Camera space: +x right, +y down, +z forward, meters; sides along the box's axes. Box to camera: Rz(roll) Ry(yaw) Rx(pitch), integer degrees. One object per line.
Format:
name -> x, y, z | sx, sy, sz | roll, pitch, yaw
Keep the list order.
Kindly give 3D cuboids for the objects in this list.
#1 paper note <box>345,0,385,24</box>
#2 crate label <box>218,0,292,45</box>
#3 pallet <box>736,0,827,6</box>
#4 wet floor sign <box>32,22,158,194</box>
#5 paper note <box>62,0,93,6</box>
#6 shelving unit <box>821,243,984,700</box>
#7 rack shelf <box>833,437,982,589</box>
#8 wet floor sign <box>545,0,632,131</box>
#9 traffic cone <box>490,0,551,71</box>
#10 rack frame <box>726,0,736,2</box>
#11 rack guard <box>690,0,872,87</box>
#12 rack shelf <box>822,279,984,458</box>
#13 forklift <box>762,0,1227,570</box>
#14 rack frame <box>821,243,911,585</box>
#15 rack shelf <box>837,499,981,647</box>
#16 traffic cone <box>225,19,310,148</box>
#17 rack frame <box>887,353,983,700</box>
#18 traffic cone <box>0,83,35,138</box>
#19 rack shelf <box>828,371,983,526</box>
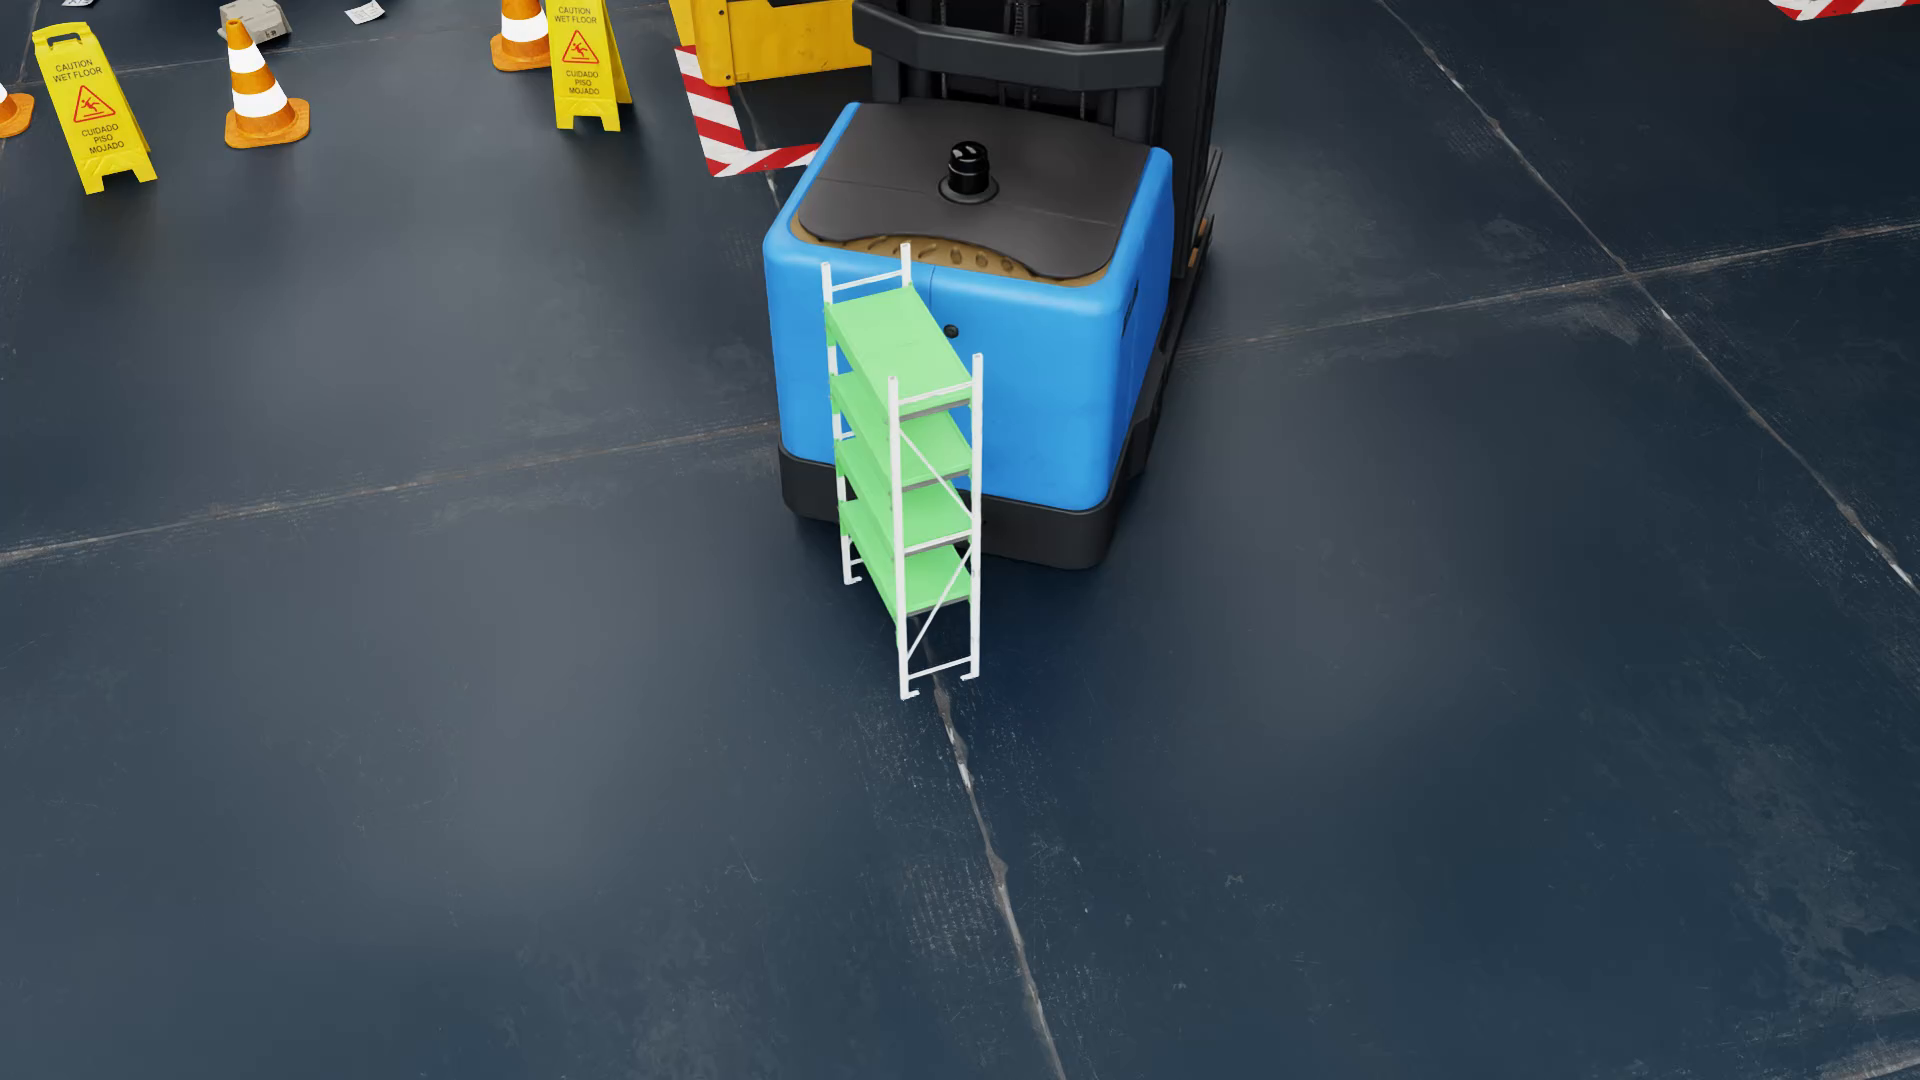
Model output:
paper note -> -2.715, -2.414, 7.595 | 0.148, 0.019, 0.142 | -26, 51, -24
crate label -> -3.153, -2.318, 7.425 | 0.250, 0.136, 0.298 | -35, 55, -30
pallet -> -0.742, -2.809, 7.855 | 1.003, 0.211, 1.213 | -11, 47, -10
wet floor sign -> -3.387, -1.708, 6.472 | 0.267, 0.644, 0.232 | -18, 48, -17
paper note -> -4.058, -2.514, 7.694 | 0.144, 0.017, 0.142 | 4, 46, 4
shelving unit -> -0.151, -0.156, 4.563 | 0.258, 1.200, 0.503 | -16, 48, -15
rack shelf -> -0.151, -0.111, 4.608 | 0.258, 0.148, 0.480 | -16, 48, -15
wet floor sign -> -1.535, -2.014, 6.772 | 0.267, 0.644, 0.232 | 4, 46, 4
traffic cone -> -1.906, -2.338, 7.217 | 0.336, 0.463, 0.334 | -11, 47, -10
rack frame -> -0.549, -3.165, 6.251 | 1.000, 3.000, 0.127 | -11, 47, -10
rack guard -> -0.569, -2.342, 7.195 | 1.175, 0.500, 0.348 | -11, 47, -10
rack shelf -> -0.151, -0.447, 4.265 | 0.258, 0.148, 0.480 | -16, 48, -15
forklift -> 0.326, -2.009, 5.167 | 1.130, 2.935, 3.031 | 11, 47, 11
rack frame -> -0.243, -0.317, 4.721 | 0.240, 1.200, 0.015 | -16, 48, -15
rack shelf -> -0.151, 0.057, 4.780 | 0.258, 0.148, 0.480 | -16, 48, -15
traffic cone -> -2.892, -1.900, 6.788 | 0.336, 0.463, 0.334 | -11, 47, -10
rack frame -> -0.059, 0.006, 4.405 | 0.240, 1.200, 0.015 | -16, 48, -15
traffic cone -> -4.072, -1.928, 6.816 | 0.336, 0.463, 0.334 | -11, 47, -10
rack shelf -> -0.151, -0.279, 4.437 | 0.258, 0.148, 0.480 | -16, 48, -15
